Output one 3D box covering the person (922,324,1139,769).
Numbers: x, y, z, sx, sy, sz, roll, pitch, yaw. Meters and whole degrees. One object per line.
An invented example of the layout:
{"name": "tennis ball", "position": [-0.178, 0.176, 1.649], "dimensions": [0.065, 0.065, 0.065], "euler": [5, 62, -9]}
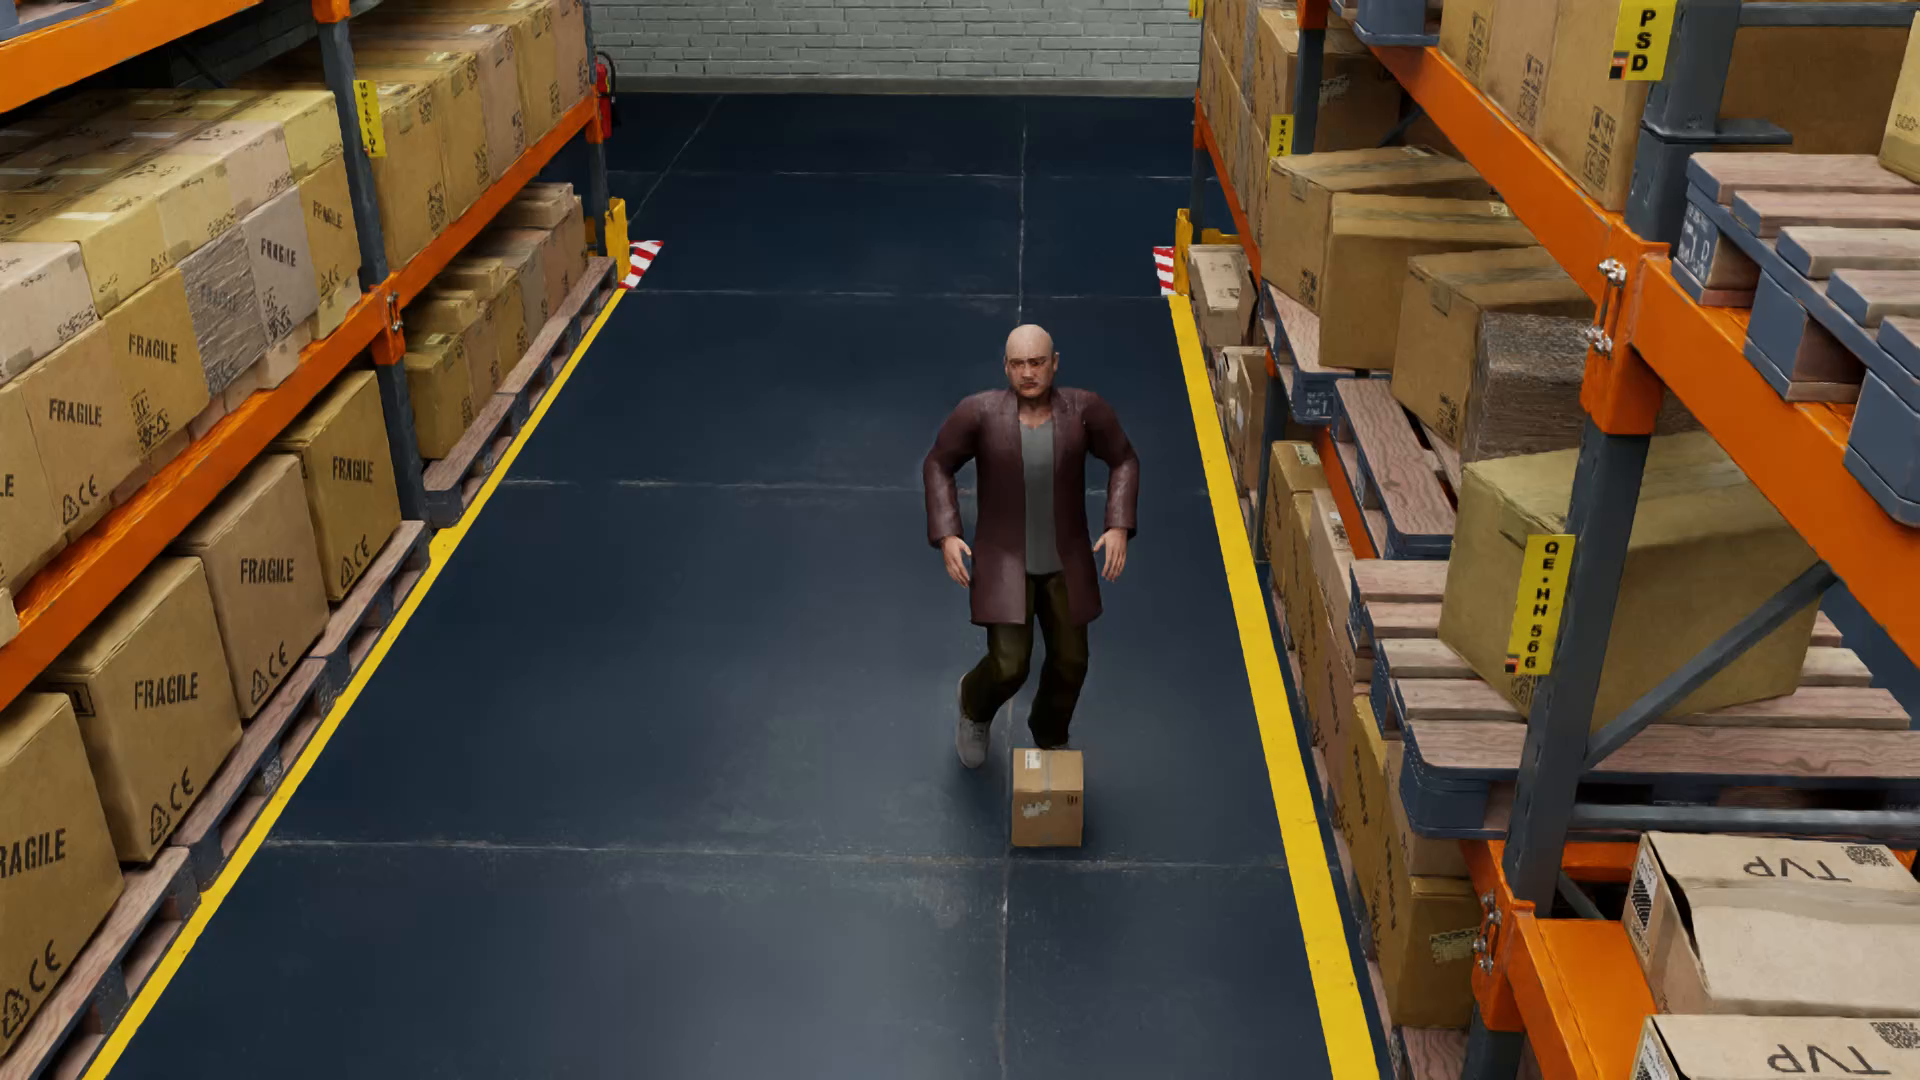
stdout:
{"name": "person", "position": [0.281, 0.079, 6.022], "dimensions": [0.788, 1.749, 0.519], "euler": [-6, 28, -11]}
